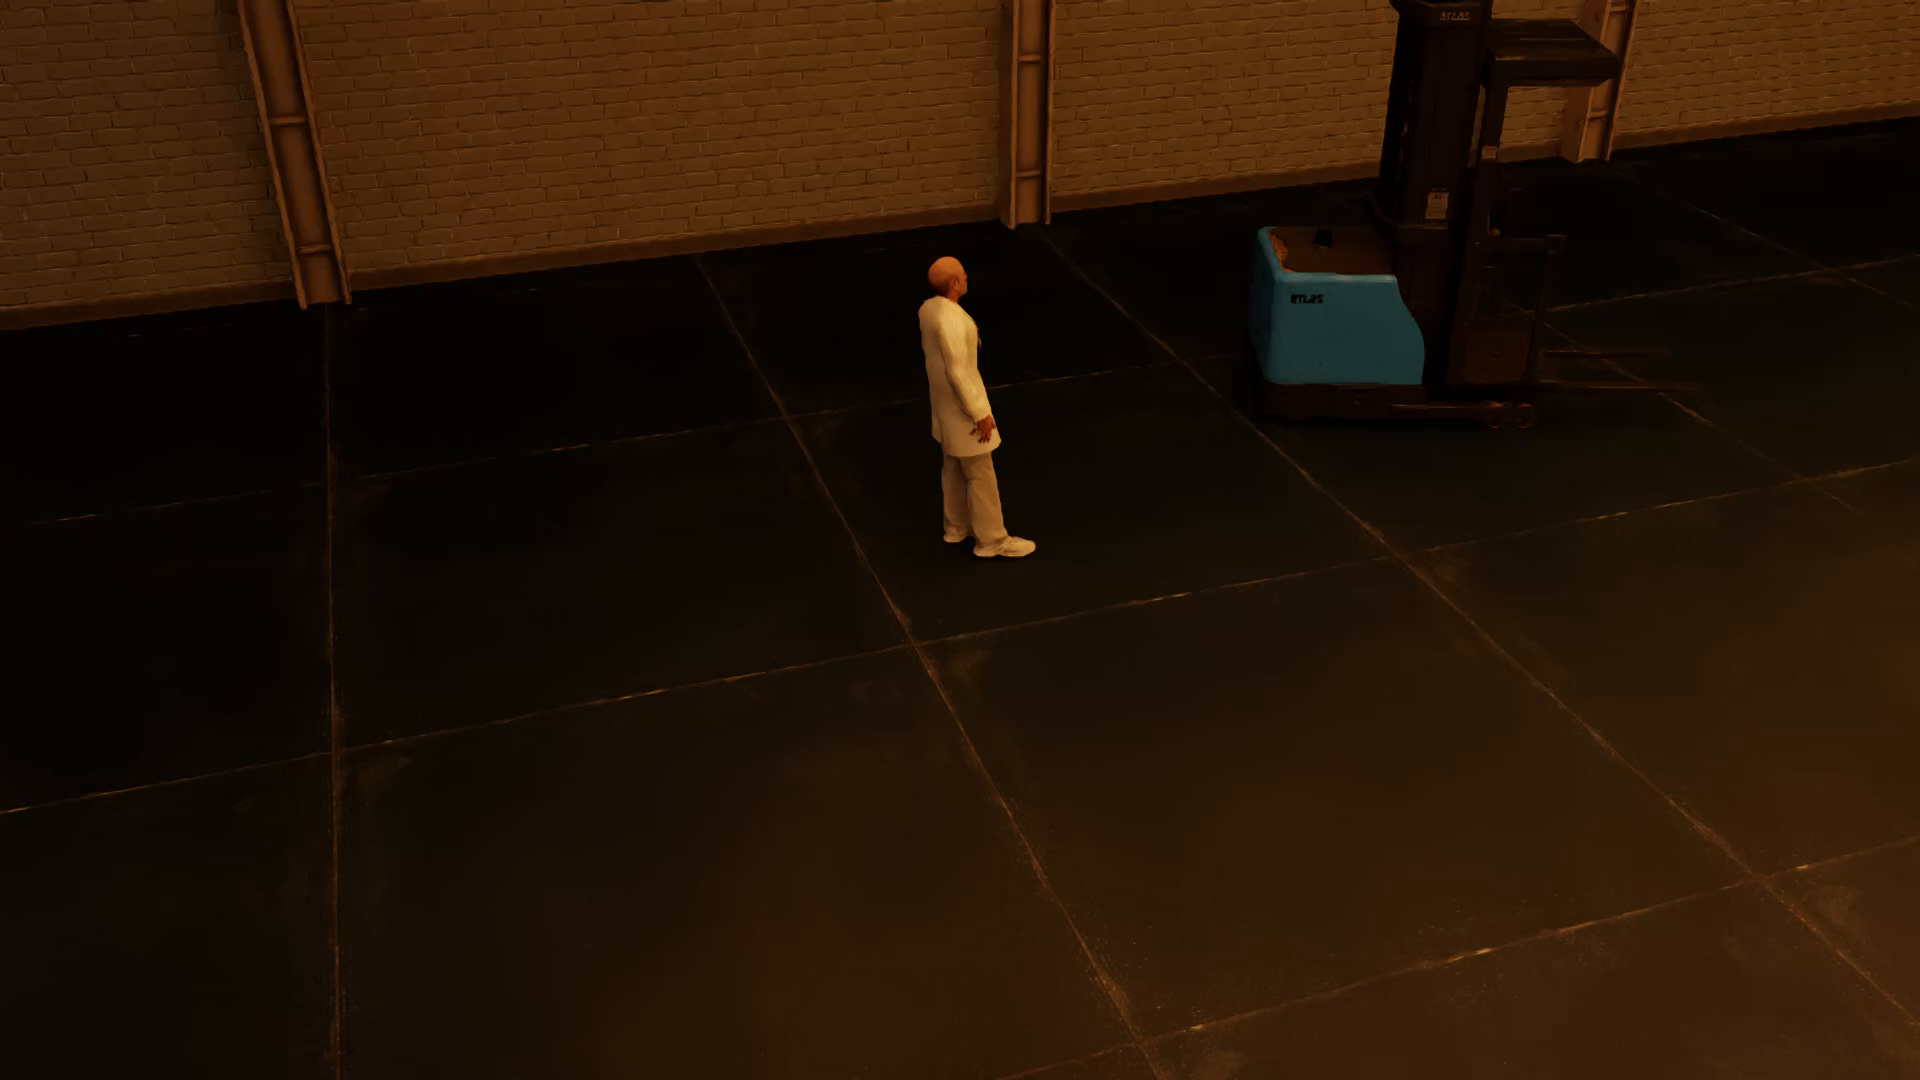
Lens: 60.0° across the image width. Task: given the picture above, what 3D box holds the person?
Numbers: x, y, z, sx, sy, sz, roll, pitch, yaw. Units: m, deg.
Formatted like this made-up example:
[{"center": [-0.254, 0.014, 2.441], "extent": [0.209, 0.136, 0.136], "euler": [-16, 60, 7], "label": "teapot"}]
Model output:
[{"center": [0.088, -0.789, 9.600], "extent": [0.579, 1.776, 0.694], "euler": [-10, 31, -16], "label": "person"}]

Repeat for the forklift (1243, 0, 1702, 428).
[{"center": [3.581, -2.304, 11.091], "extent": [3.031, 2.935, 1.130], "euler": [1, 30, 1], "label": "forklift"}]
